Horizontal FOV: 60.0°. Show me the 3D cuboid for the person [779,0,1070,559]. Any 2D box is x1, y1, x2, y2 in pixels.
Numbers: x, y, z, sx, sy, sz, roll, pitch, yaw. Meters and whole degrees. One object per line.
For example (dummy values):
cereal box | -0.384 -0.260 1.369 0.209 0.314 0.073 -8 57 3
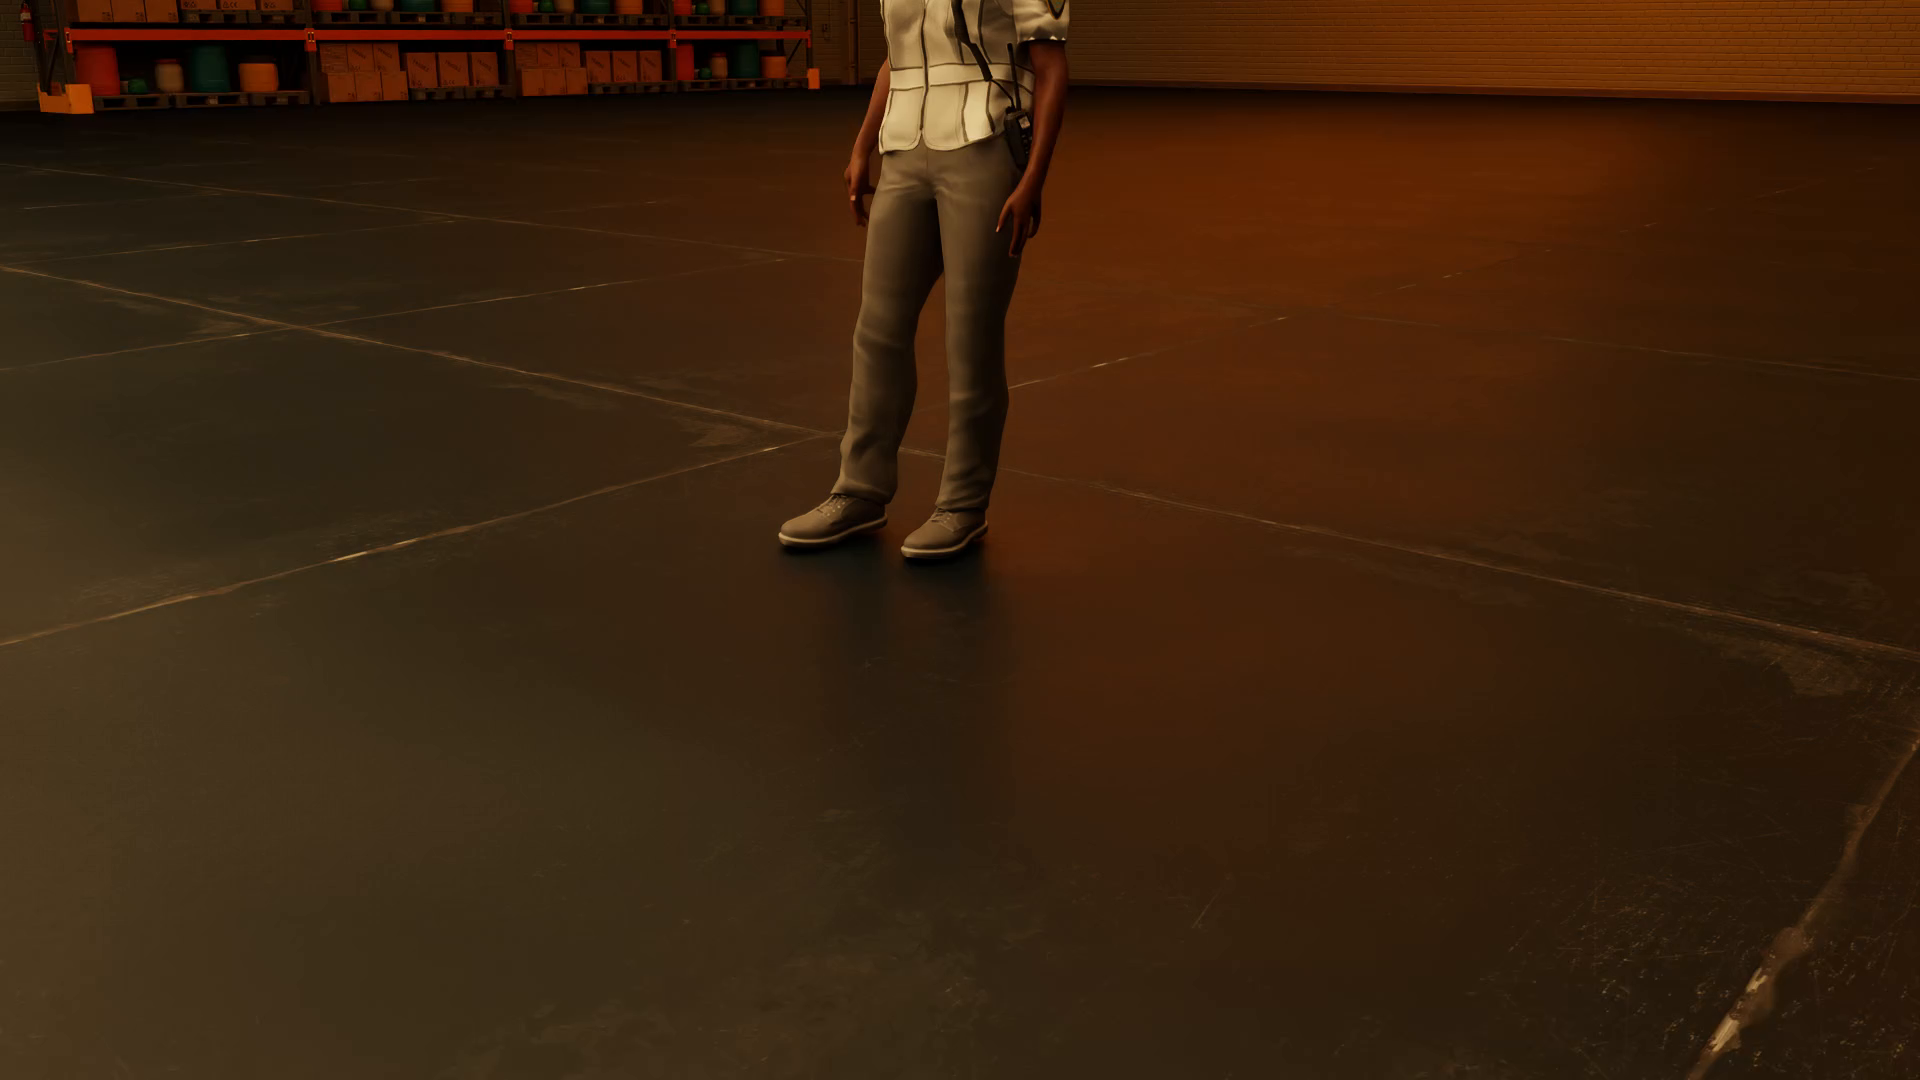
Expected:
person | -0.063 -0.805 3.650 0.569 1.695 0.528 13 21 37
